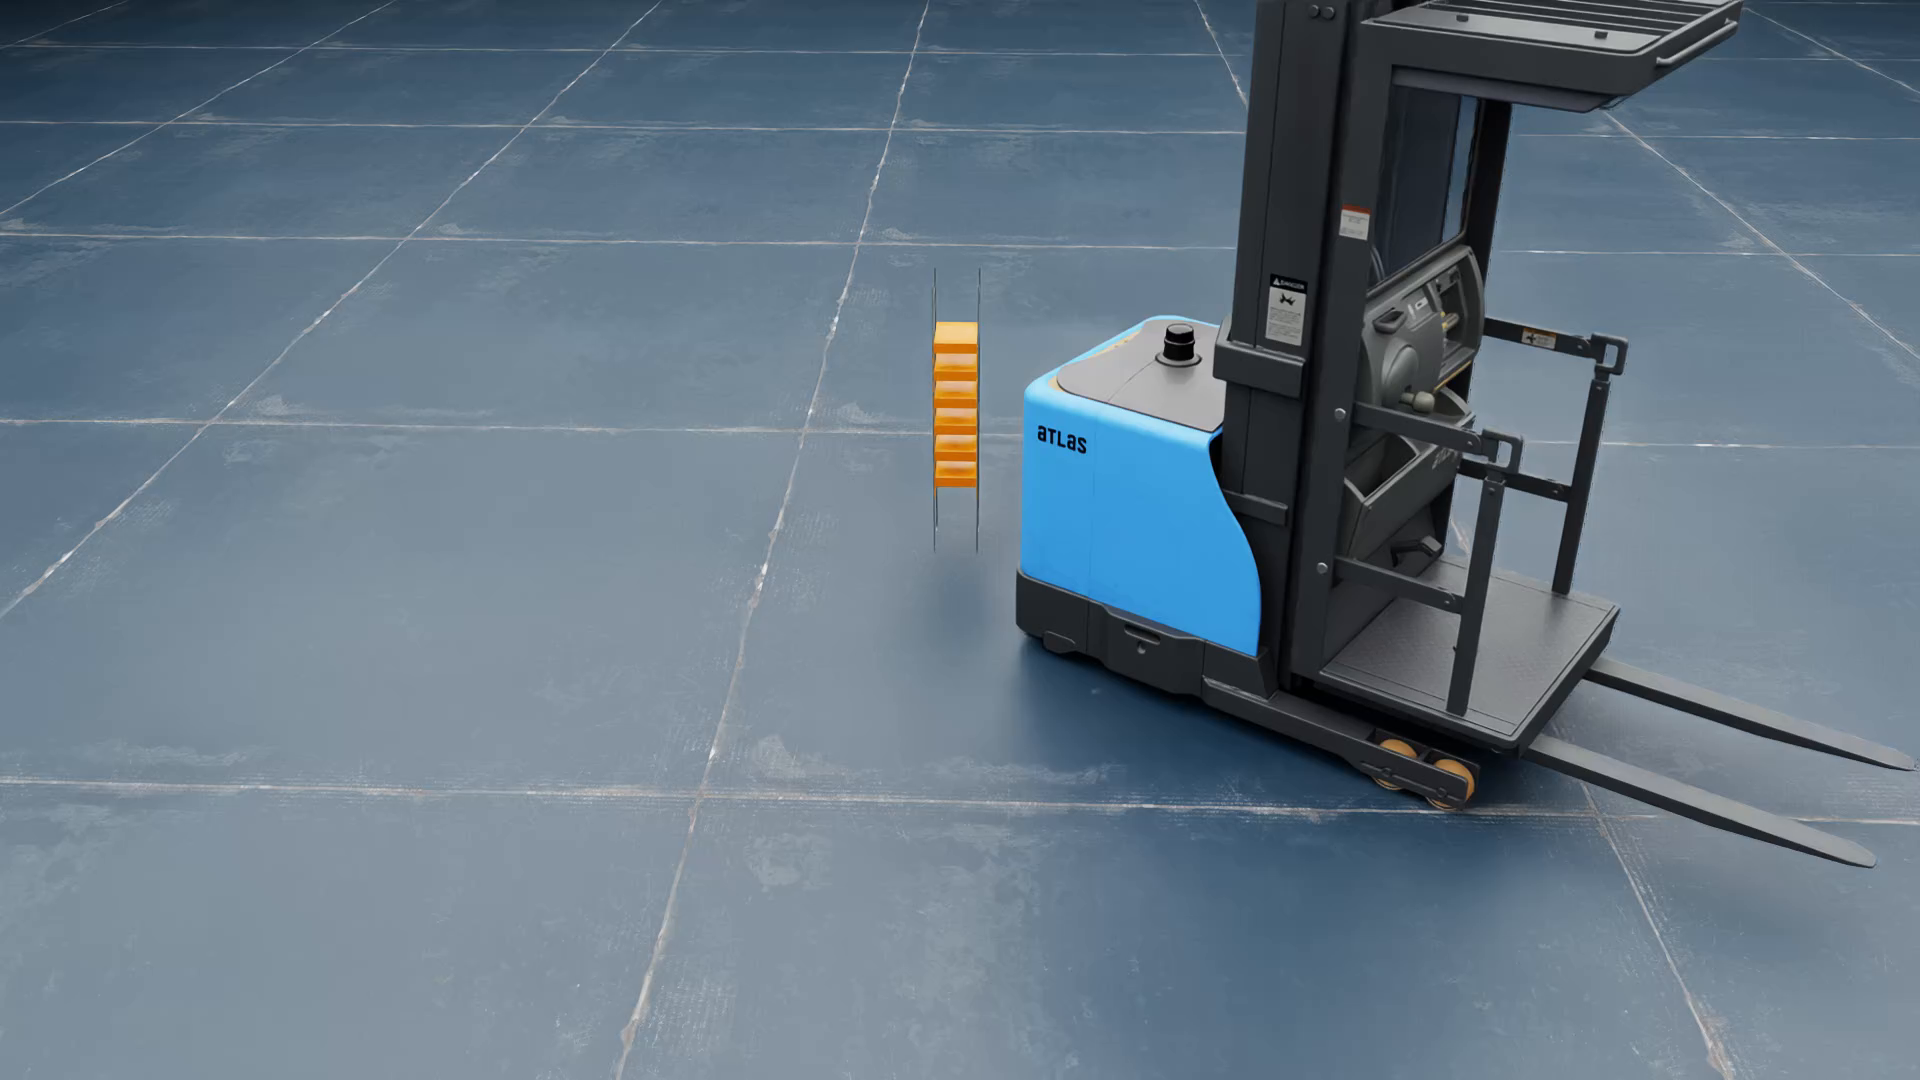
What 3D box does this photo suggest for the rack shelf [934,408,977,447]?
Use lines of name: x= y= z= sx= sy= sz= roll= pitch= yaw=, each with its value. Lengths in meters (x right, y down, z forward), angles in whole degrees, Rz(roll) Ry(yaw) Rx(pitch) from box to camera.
rack shelf: x=-0.014 y=-0.491 z=6.990 sx=0.180 sy=0.103 sz=0.258 roll=1 pitch=28 yaw=2

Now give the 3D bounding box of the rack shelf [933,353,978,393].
rack shelf: x=-0.014 y=-0.703 z=6.878 sx=0.180 sy=0.103 sz=0.258 roll=1 pitch=28 yaw=2

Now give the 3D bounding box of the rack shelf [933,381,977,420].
rack shelf: x=-0.014 y=-0.597 z=6.934 sx=0.180 sy=0.103 sz=0.258 roll=1 pitch=28 yaw=2

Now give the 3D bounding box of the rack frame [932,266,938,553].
rack frame: x=-0.106 y=-0.532 z=6.972 sx=0.006 sy=1.200 sz=0.240 roll=1 pitch=28 yaw=2

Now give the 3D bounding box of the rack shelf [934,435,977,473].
rack shelf: x=-0.014 y=-0.385 z=7.046 sx=0.180 sy=0.103 sz=0.258 roll=1 pitch=28 yaw=2

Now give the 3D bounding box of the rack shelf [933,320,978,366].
rack shelf: x=-0.014 y=-0.809 z=6.822 sx=0.180 sy=0.103 sz=0.258 roll=1 pitch=28 yaw=2

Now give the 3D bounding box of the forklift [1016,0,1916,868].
forklift: x=1.701 y=-0.675 z=5.394 sx=3.031 sy=2.935 sz=1.130 roll=19 pitch=34 yaw=32

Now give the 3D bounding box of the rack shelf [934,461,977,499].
rack shelf: x=-0.014 y=-0.279 z=7.103 sx=0.180 sy=0.103 sz=0.258 roll=1 pitch=28 yaw=2

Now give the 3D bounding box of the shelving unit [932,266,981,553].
shelving unit: x=-0.014 y=-0.530 z=6.969 sx=0.189 sy=1.200 sz=0.258 roll=1 pitch=28 yaw=2

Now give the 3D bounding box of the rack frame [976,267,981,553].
rack frame: x=0.077 y=-0.529 z=6.967 sx=0.006 sy=1.200 sz=0.240 roll=1 pitch=28 yaw=2
